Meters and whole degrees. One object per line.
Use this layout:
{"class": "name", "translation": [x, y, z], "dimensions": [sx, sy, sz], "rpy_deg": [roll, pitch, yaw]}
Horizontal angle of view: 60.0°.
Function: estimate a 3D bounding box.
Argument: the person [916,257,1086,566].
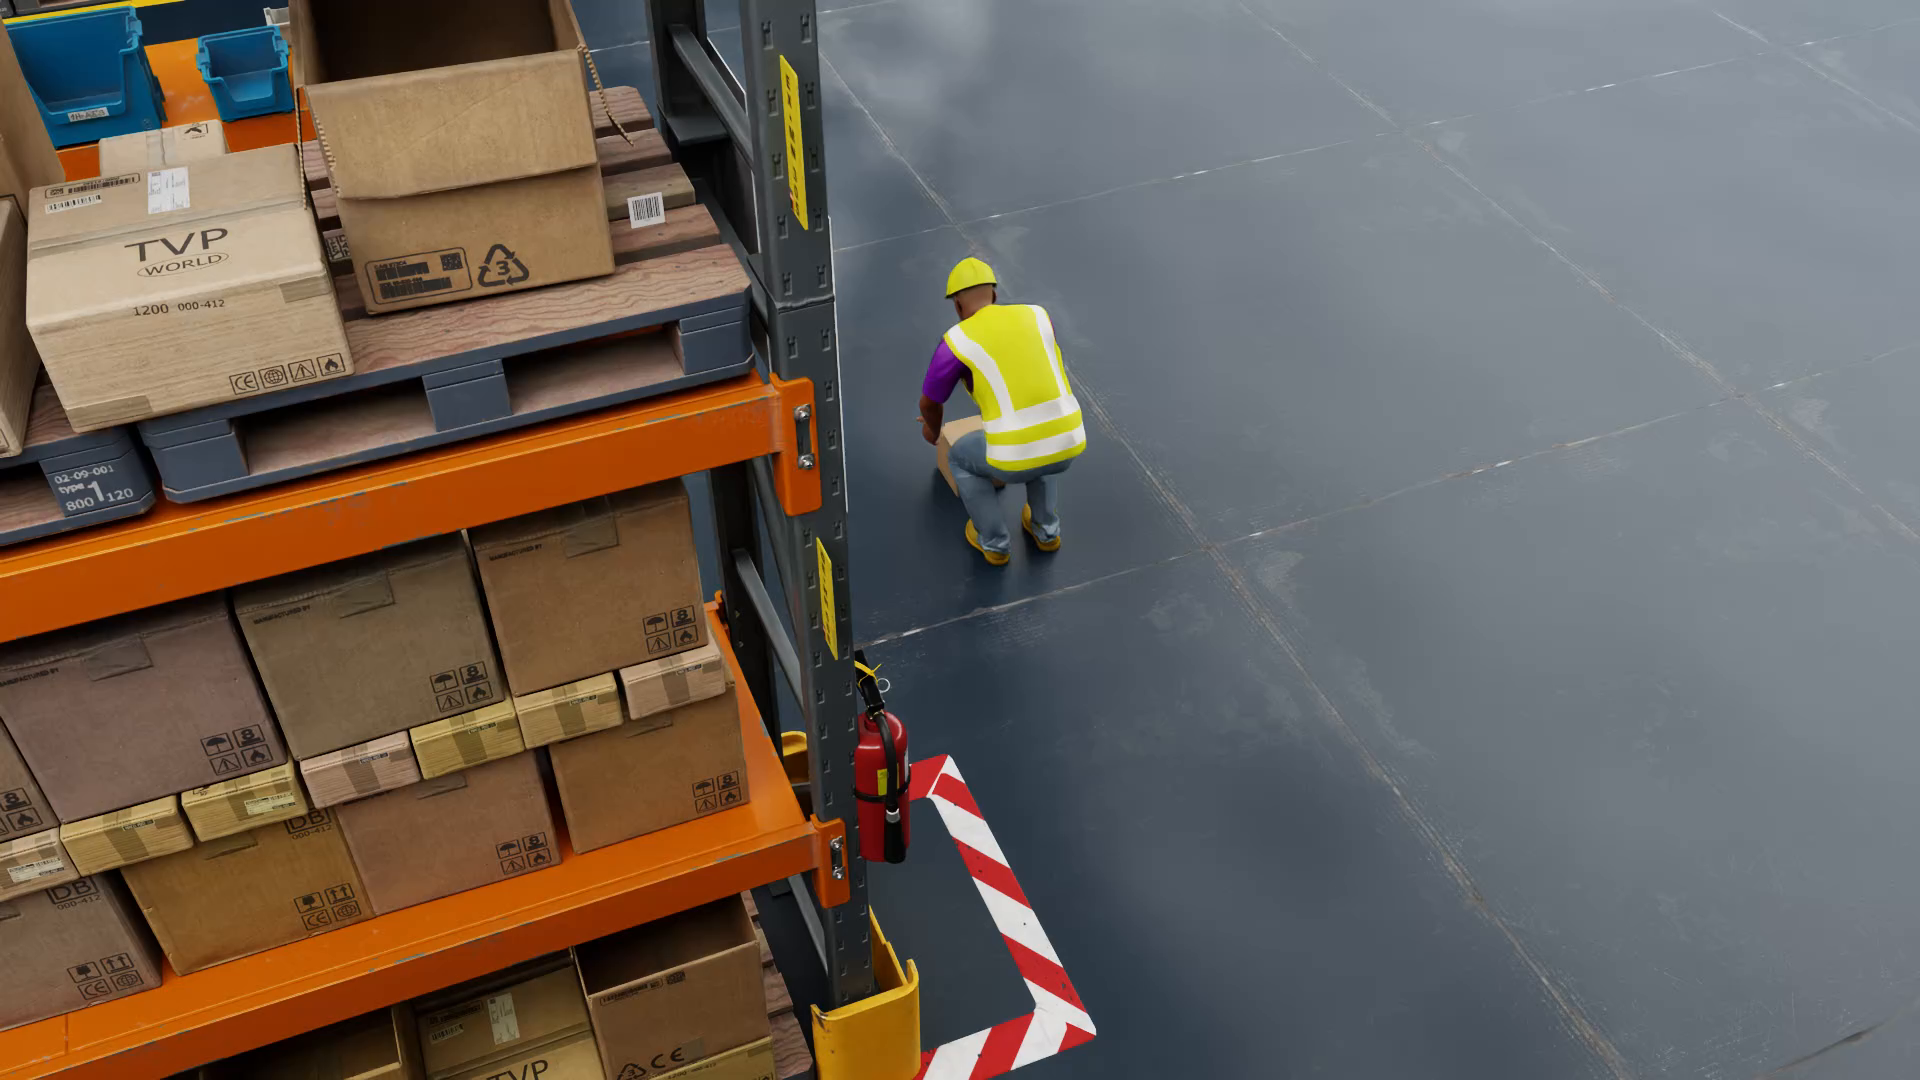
{"class": "person", "translation": [0.171, -0.510, 7.107], "dimensions": [0.625, 1.253, 0.828], "rpy_deg": [-15, 44, -17]}
